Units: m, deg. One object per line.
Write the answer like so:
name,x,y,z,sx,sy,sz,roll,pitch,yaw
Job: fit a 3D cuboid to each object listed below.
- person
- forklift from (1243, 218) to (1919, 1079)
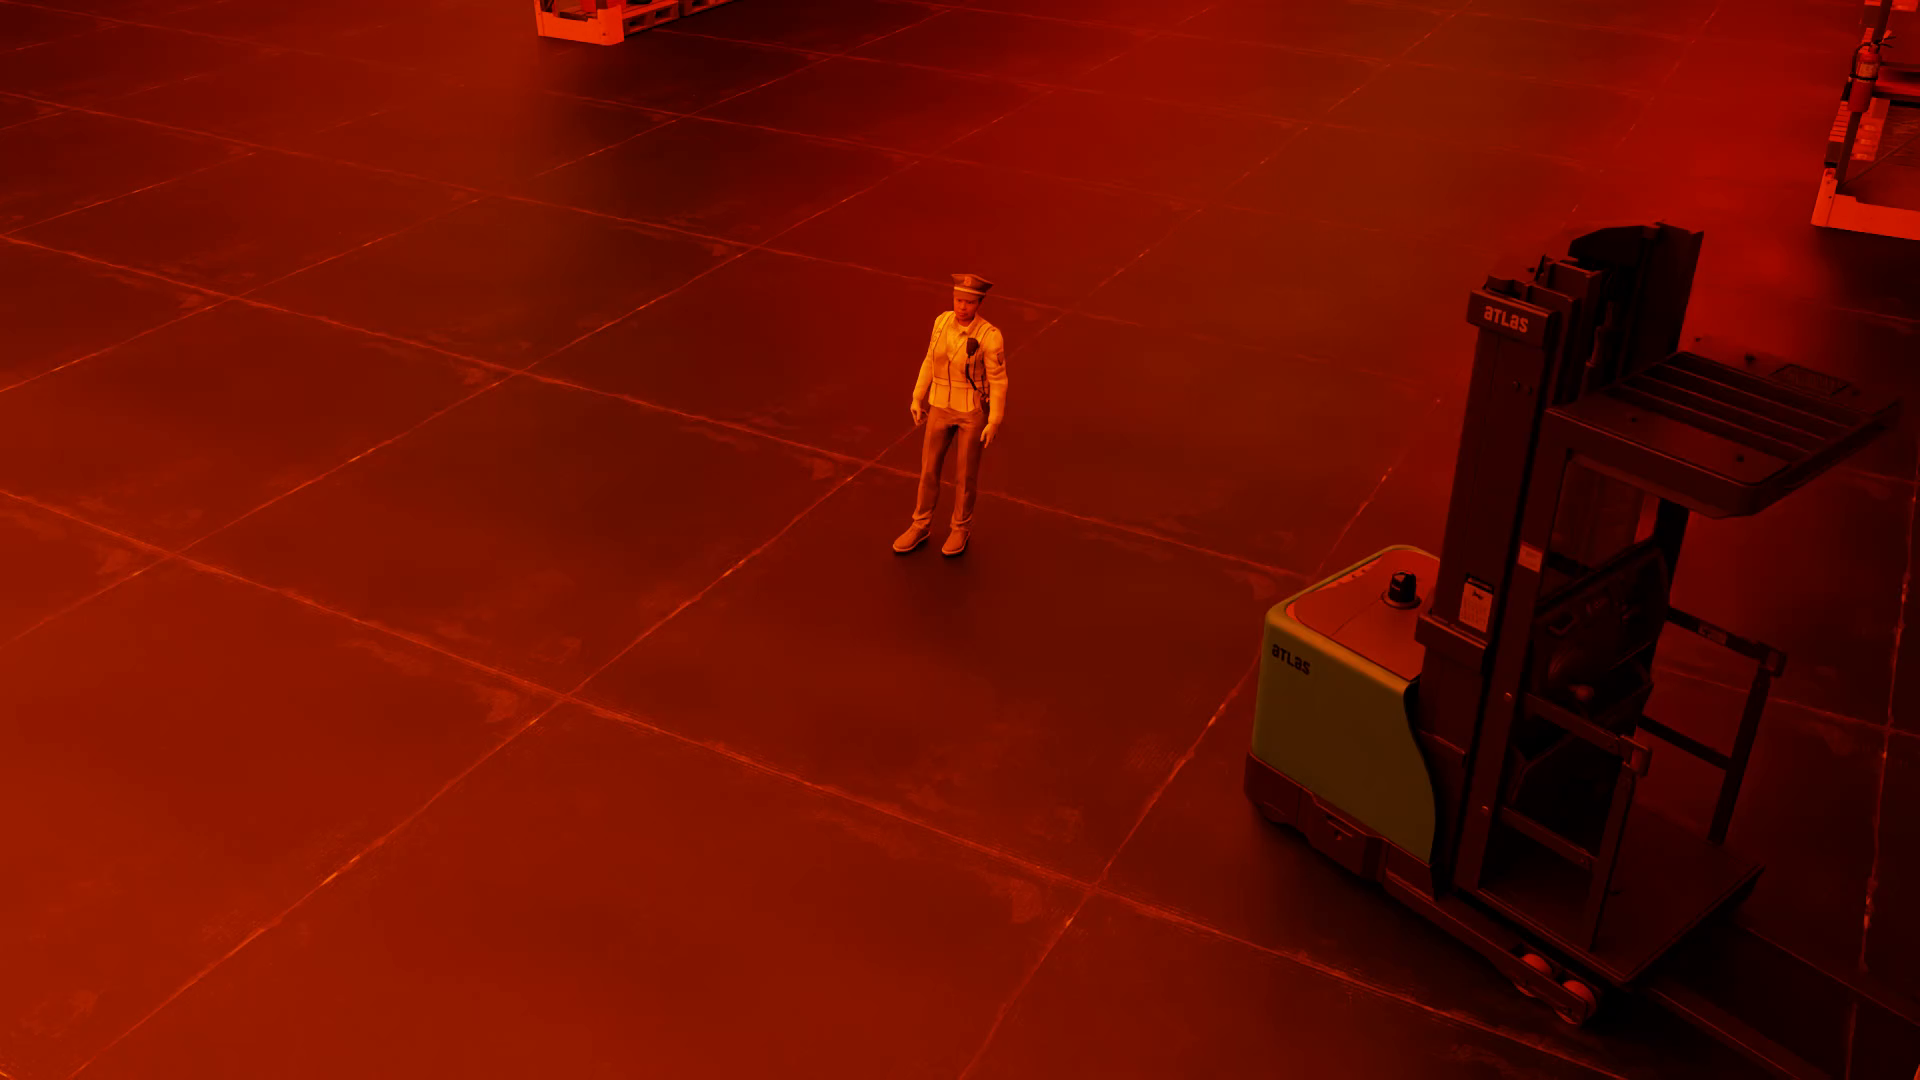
person,-0.039,-0.712,9.526,0.587,1.695,0.531,15,33,25
forklift,2.659,0.378,6.415,1.130,2.935,3.031,-23,37,-34
